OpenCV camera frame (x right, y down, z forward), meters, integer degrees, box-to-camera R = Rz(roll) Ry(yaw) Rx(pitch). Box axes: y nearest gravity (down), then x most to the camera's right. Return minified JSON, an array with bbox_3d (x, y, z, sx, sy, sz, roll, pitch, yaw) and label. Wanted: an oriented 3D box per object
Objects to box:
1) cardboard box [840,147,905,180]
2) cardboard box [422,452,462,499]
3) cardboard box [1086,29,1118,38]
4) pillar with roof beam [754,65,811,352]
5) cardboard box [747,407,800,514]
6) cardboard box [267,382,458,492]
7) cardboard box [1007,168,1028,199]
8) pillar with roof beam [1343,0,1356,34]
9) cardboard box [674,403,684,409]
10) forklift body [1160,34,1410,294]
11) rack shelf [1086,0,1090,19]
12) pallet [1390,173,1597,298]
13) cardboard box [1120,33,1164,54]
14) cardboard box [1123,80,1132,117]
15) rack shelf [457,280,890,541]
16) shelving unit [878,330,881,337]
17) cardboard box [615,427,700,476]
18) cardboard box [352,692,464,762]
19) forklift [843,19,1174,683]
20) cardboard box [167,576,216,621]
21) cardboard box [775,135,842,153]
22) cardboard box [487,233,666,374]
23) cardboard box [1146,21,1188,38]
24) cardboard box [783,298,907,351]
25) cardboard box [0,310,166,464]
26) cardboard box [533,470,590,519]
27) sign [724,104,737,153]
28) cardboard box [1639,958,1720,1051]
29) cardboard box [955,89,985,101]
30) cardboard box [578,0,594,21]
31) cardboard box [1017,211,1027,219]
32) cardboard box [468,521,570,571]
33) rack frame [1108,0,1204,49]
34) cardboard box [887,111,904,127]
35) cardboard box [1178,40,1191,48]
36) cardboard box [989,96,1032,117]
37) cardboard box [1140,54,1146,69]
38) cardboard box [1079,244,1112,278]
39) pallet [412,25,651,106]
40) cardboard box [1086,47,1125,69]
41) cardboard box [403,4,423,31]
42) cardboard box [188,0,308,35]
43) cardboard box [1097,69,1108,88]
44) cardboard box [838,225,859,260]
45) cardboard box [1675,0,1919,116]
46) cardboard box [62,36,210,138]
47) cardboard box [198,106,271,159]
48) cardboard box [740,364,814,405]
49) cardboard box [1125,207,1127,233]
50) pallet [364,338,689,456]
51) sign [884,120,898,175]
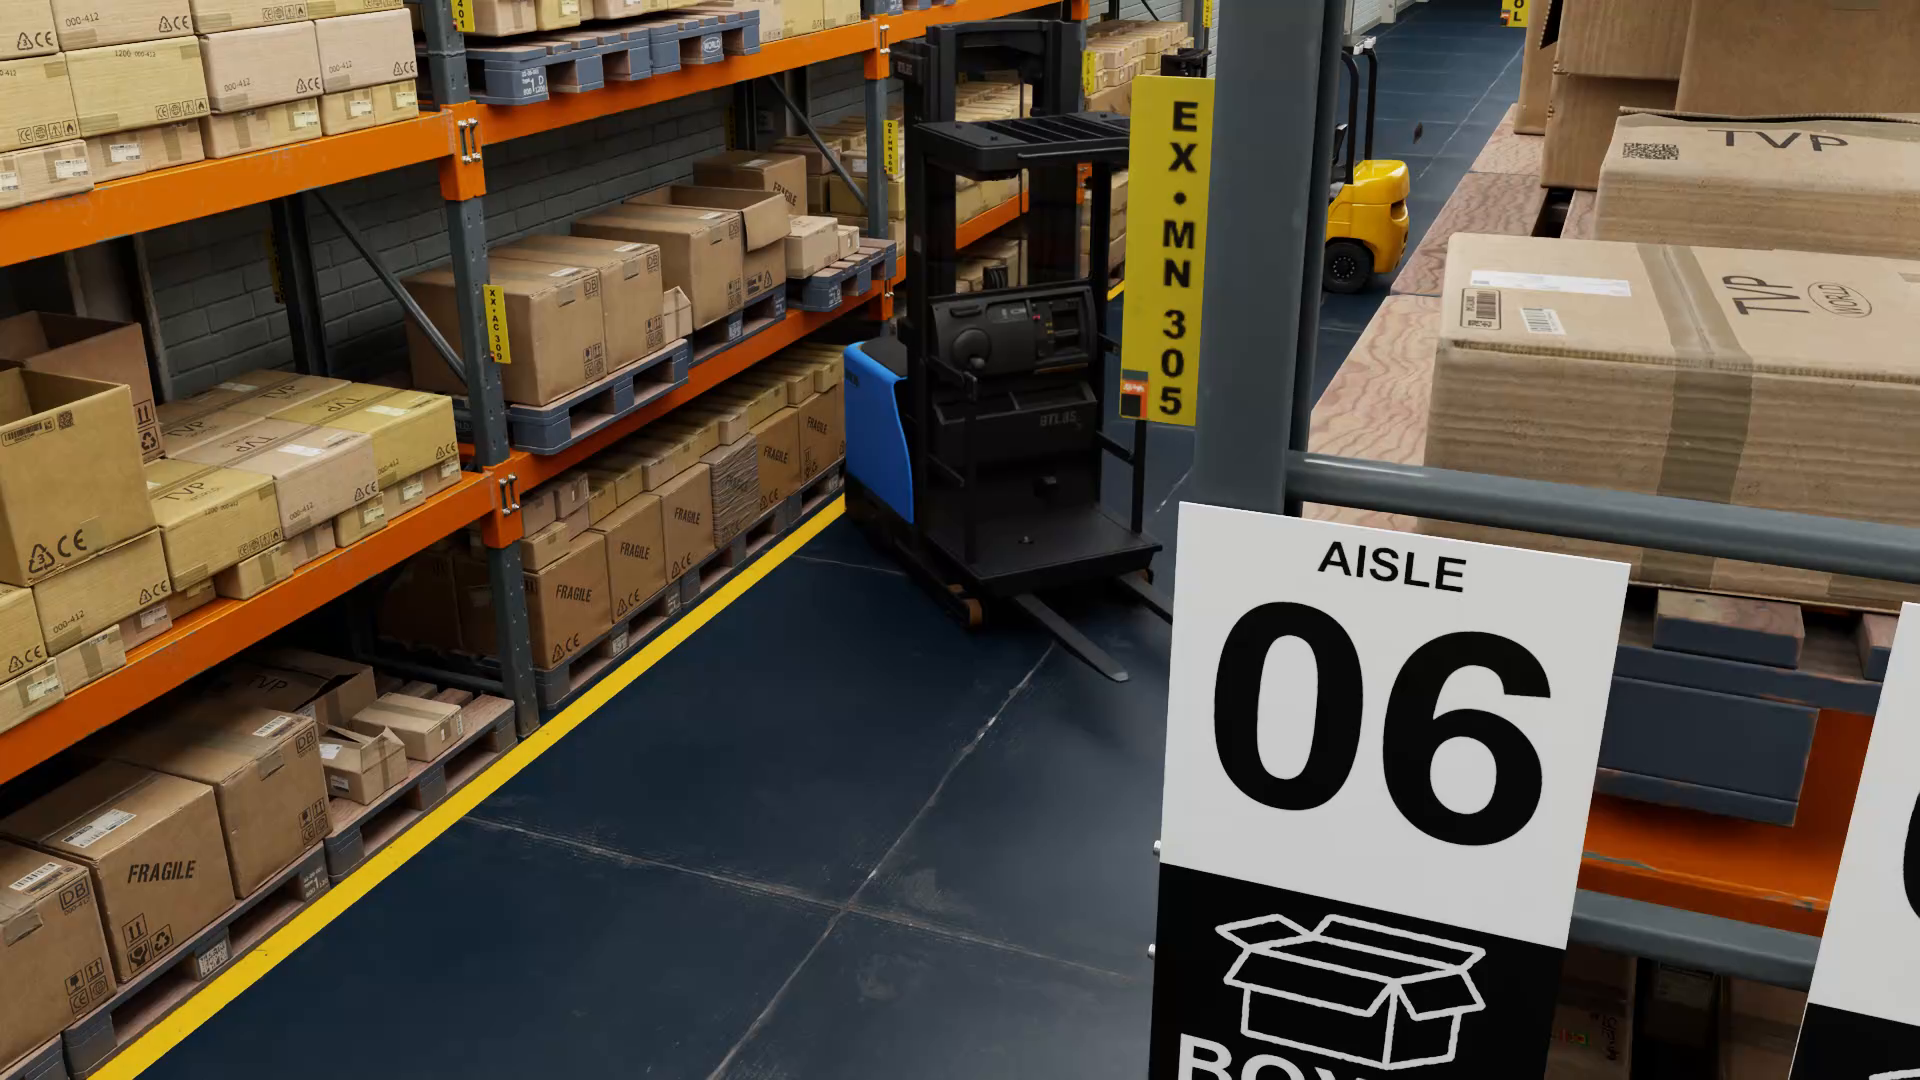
[{"bbox_3d":[-0.544,-2.415,10.669,0.380,0.149,0.250,10,24,22],"label":"cardboard box"},{"bbox_3d":[-2.306,-0.300,6.903,0.380,0.149,0.250,9,24,21],"label":"cardboard box"},{"bbox_3d":[1.318,-4.884,16.194,0.380,0.149,0.250,10,25,22],"label":"cardboard box"},{"bbox_3d":[2.708,-4.745,9.435,9.100,9.000,0.400,9,24,20],"label":"pillar with roof beam"},{"bbox_3d":[-1.281,-0.491,9.731,0.500,0.500,0.500,10,25,22],"label":"cardboard box"},{"bbox_3d":[-2.385,-0.417,6.666,0.500,0.250,0.500,9,24,21],"label":"cardboard box"},{"bbox_3d":[0.211,-2.788,12.728,0.500,0.250,0.500,9,24,20],"label":"cardboard box"},{"bbox_3d":[11.623,-13.334,29.996,9.100,9.000,0.400,9,24,20],"label":"pillar with roof beam"},{"bbox_3d":[-1.800,-0.819,9.677,0.380,0.149,0.250,8,24,19],"label":"cardboard box"},{"bbox_3d":[3.025,-3.529,15.408,2.313,2.155,1.214,9,24,20],"label":"forklift body"},{"bbox_3d":[1.292,-5.197,15.342,1.077,0.370,4.000,9,24,20],"label":"rack shelf"},{"bbox_3d":[1.420,-0.474,3.216,1.003,0.211,1.213,9,24,20],"label":"pallet"},{"bbox_3d":[1.717,-4.714,15.786,0.380,0.149,0.250,9,24,21],"label":"cardboard box"},{"bbox_3d":[1.322,-3.967,15.225,0.500,0.500,0.500,9,24,20],"label":"cardboard box"},{"bbox_3d":[-1.679,-0.950,9.066,1.077,0.370,4.000,9,24,20],"label":"rack shelf"},{"bbox_3d":[-0.334,-0.790,10.279,0.252,1.050,0.215,-19,30,-39],"label":"shelving unit"},{"bbox_3d":[-1.615,-0.473,8.846,0.380,0.149,0.250,10,25,22],"label":"cardboard box"},{"bbox_3d":[-2.356,0.797,7.105,0.380,0.149,0.250,8,24,18],"label":"cardboard box"},{"bbox_3d":[0.386,-1.078,8.529,1.130,2.935,3.031,-10,25,-23],"label":"forklift"},{"bbox_3d":[-2.848,0.154,5.815,0.380,0.149,0.250,9,24,21],"label":"cardboard box"},{"bbox_3d":[-1.010,-2.598,11.107,0.380,0.149,0.250,9,24,21],"label":"cardboard box"},{"bbox_3d":[-1.842,-1.133,7.895,0.700,0.500,0.500,9,24,21],"label":"cardboard box"},{"bbox_3d":[2.098,-5.185,16.914,0.380,0.149,0.250,9,24,20],"label":"cardboard box"},{"bbox_3d":[-0.692,-1.317,11.547,0.875,0.625,0.625,10,25,22],"label":"cardboard box"},{"bbox_3d":[-3.222,-0.486,5.857,0.500,0.500,0.500,8,24,19],"label":"cardboard box"},{"bbox_3d":[-1.990,-0.233,7.888,0.380,0.149,0.250,8,24,17],"label":"cardboard box"},{"bbox_3d":[-1.453,-2.610,10.605,0.100,0.325,0.005,9,24,20],"label":"sign"},{"bbox_3d":[1.122,0.576,2.210,0.380,0.149,0.250,9,24,21],"label":"cardboard box"},{"bbox_3d":[-0.022,-3.502,13.270,0.380,0.149,0.250,9,24,20],"label":"cardboard box"},{"bbox_3d":[-1.810,-2.317,7.164,0.380,0.149,0.250,9,24,21],"label":"cardboard box"},{"bbox_3d":[0.553,-3.019,14.812,0.500,0.250,0.500,9,24,21],"label":"cardboard box"},{"bbox_3d":[-2.042,0.004,7.706,0.380,0.149,0.250,10,25,23],"label":"cardboard box"},{"bbox_3d":[2.035,-4.861,17.495,1.000,3.000,0.127,9,24,20],"label":"rack frame"},{"bbox_3d":[-0.451,-3.041,12.167,0.380,0.149,0.250,10,24,22],"label":"cardboard box"},{"bbox_3d":[2.099,-4.946,16.728,0.380,0.149,0.250,9,24,21],"label":"cardboard box"},{"bbox_3d":[0.435,-3.333,12.865,0.380,0.149,0.250,8,24,18],"label":"cardboard box"},{"bbox_3d":[1.536,-4.503,15.667,0.380,0.149,0.250,9,24,20],"label":"cardboard box"},{"bbox_3d":[1.037,-2.480,14.818,0.500,0.250,0.500,9,24,21],"label":"cardboard box"},{"bbox_3d":[-2.115,-2.087,7.207,1.213,0.211,1.003,9,24,20],"label":"pallet"},{"bbox_3d":[1.234,-4.260,14.700,0.380,0.149,0.250,9,24,21],"label":"cardboard box"},{"bbox_3d":[-2.374,-2.193,6.868,0.380,0.149,0.250,9,24,20],"label":"cardboard box"},{"bbox_3d":[-2.566,-1.851,5.559,0.500,0.250,0.500,8,24,19],"label":"cardboard box"},{"bbox_3d":[1.078,-4.041,14.562,0.380,0.149,0.250,9,24,20],"label":"cardboard box"},{"bbox_3d":[-0.824,-1.786,9.914,0.380,0.149,0.250,9,24,21],"label":"cardboard box"},{"bbox_3d":[1.590,-0.796,3.067,0.500,0.500,0.500,9,24,21],"label":"cardboard box"},{"bbox_3d":[-2.753,-1.441,5.225,0.500,0.250,0.500,9,24,21],"label":"cardboard box"},{"bbox_3d":[-2.578,-1.394,5.631,0.380,0.149,0.250,9,24,20],"label":"cardboard box"},{"bbox_3d":[-1.096,-0.934,9.952,0.380,0.149,0.250,8,24,18],"label":"cardboard box"},{"bbox_3d":[1.398,-3.073,15.588,0.500,0.250,0.500,9,24,20],"label":"cardboard box"},{"bbox_3d":[-2.024,-0.748,7.898,1.003,0.211,1.213,9,24,20],"label":"pallet"},{"bbox_3d":[-0.429,-2.421,10.255,0.100,0.325,0.005,9,24,20],"label":"sign"}]
